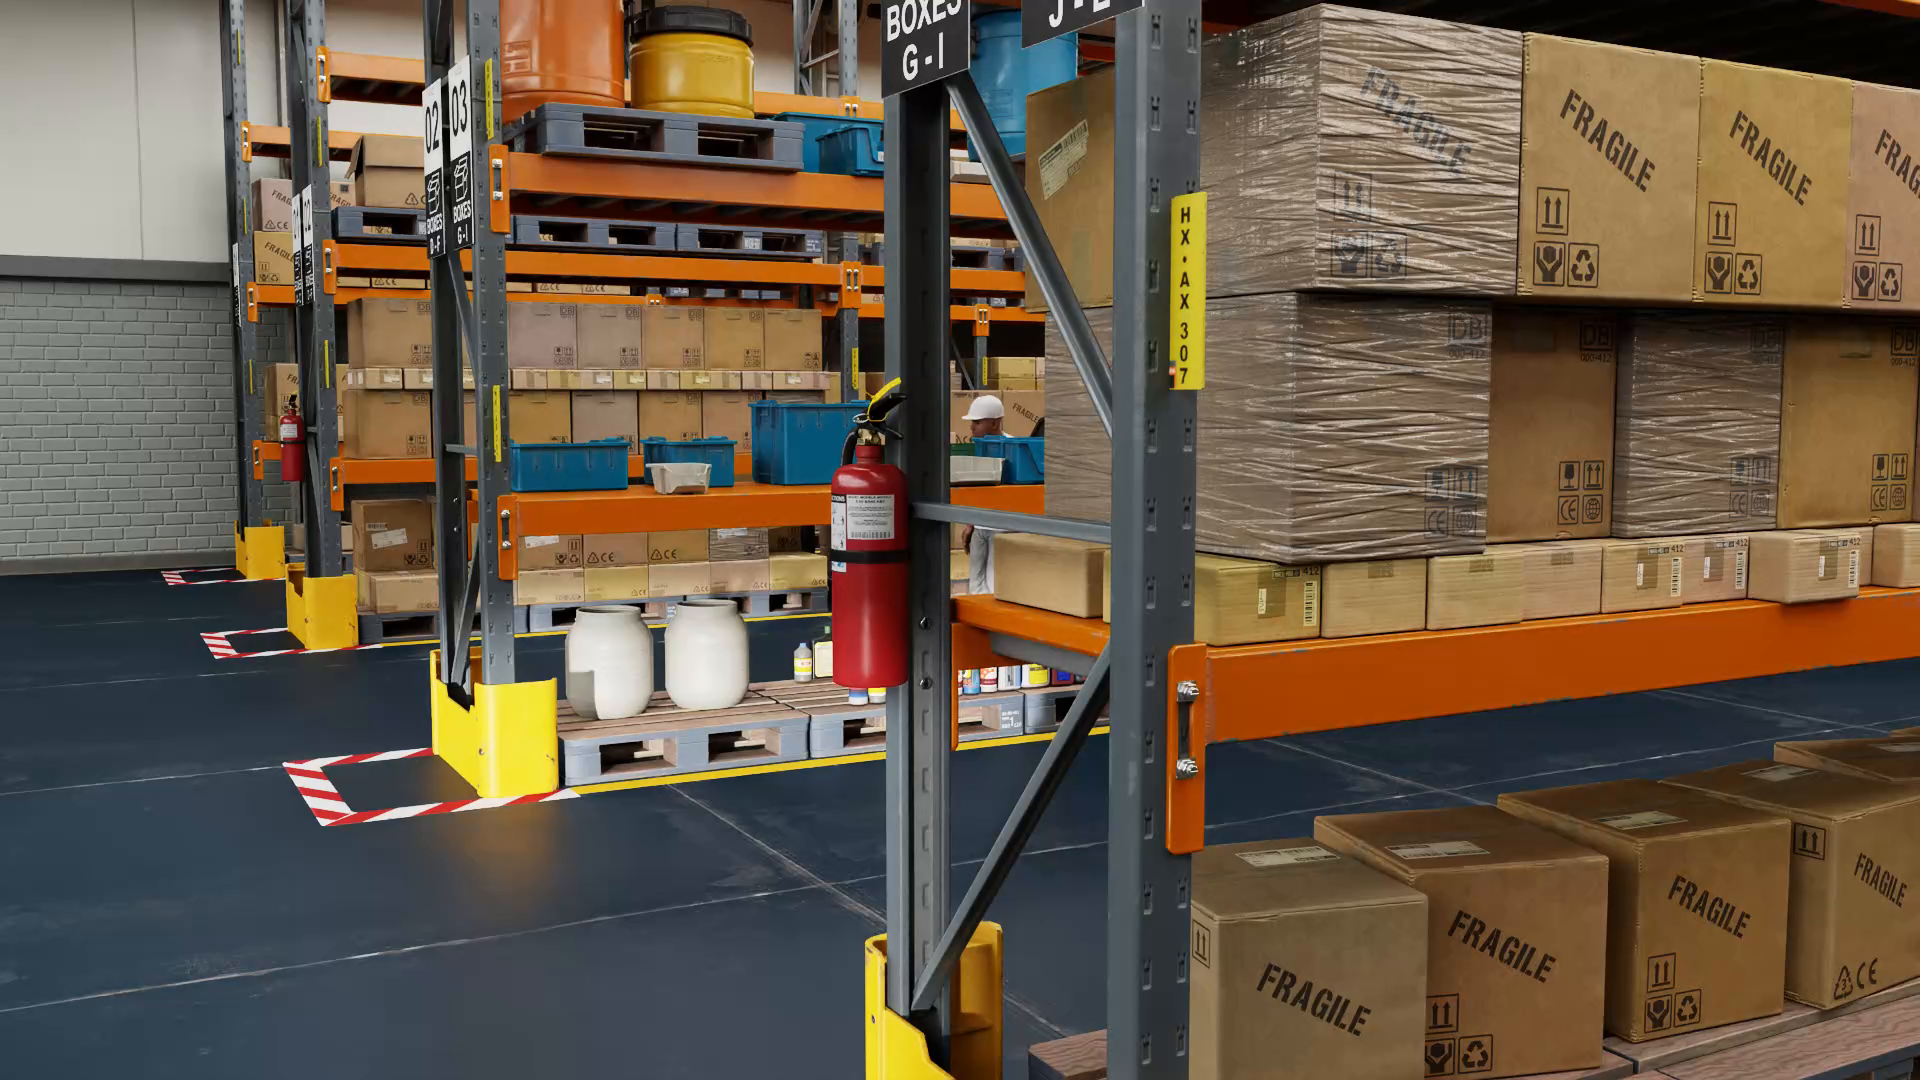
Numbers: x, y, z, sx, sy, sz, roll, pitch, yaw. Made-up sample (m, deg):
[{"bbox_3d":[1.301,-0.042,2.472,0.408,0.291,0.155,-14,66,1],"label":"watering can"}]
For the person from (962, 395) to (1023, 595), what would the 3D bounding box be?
[{"bbox_3d":[0.214,-0.052,10.745,0.457,1.761,0.628,-3,6,-28],"label":"person"}]
